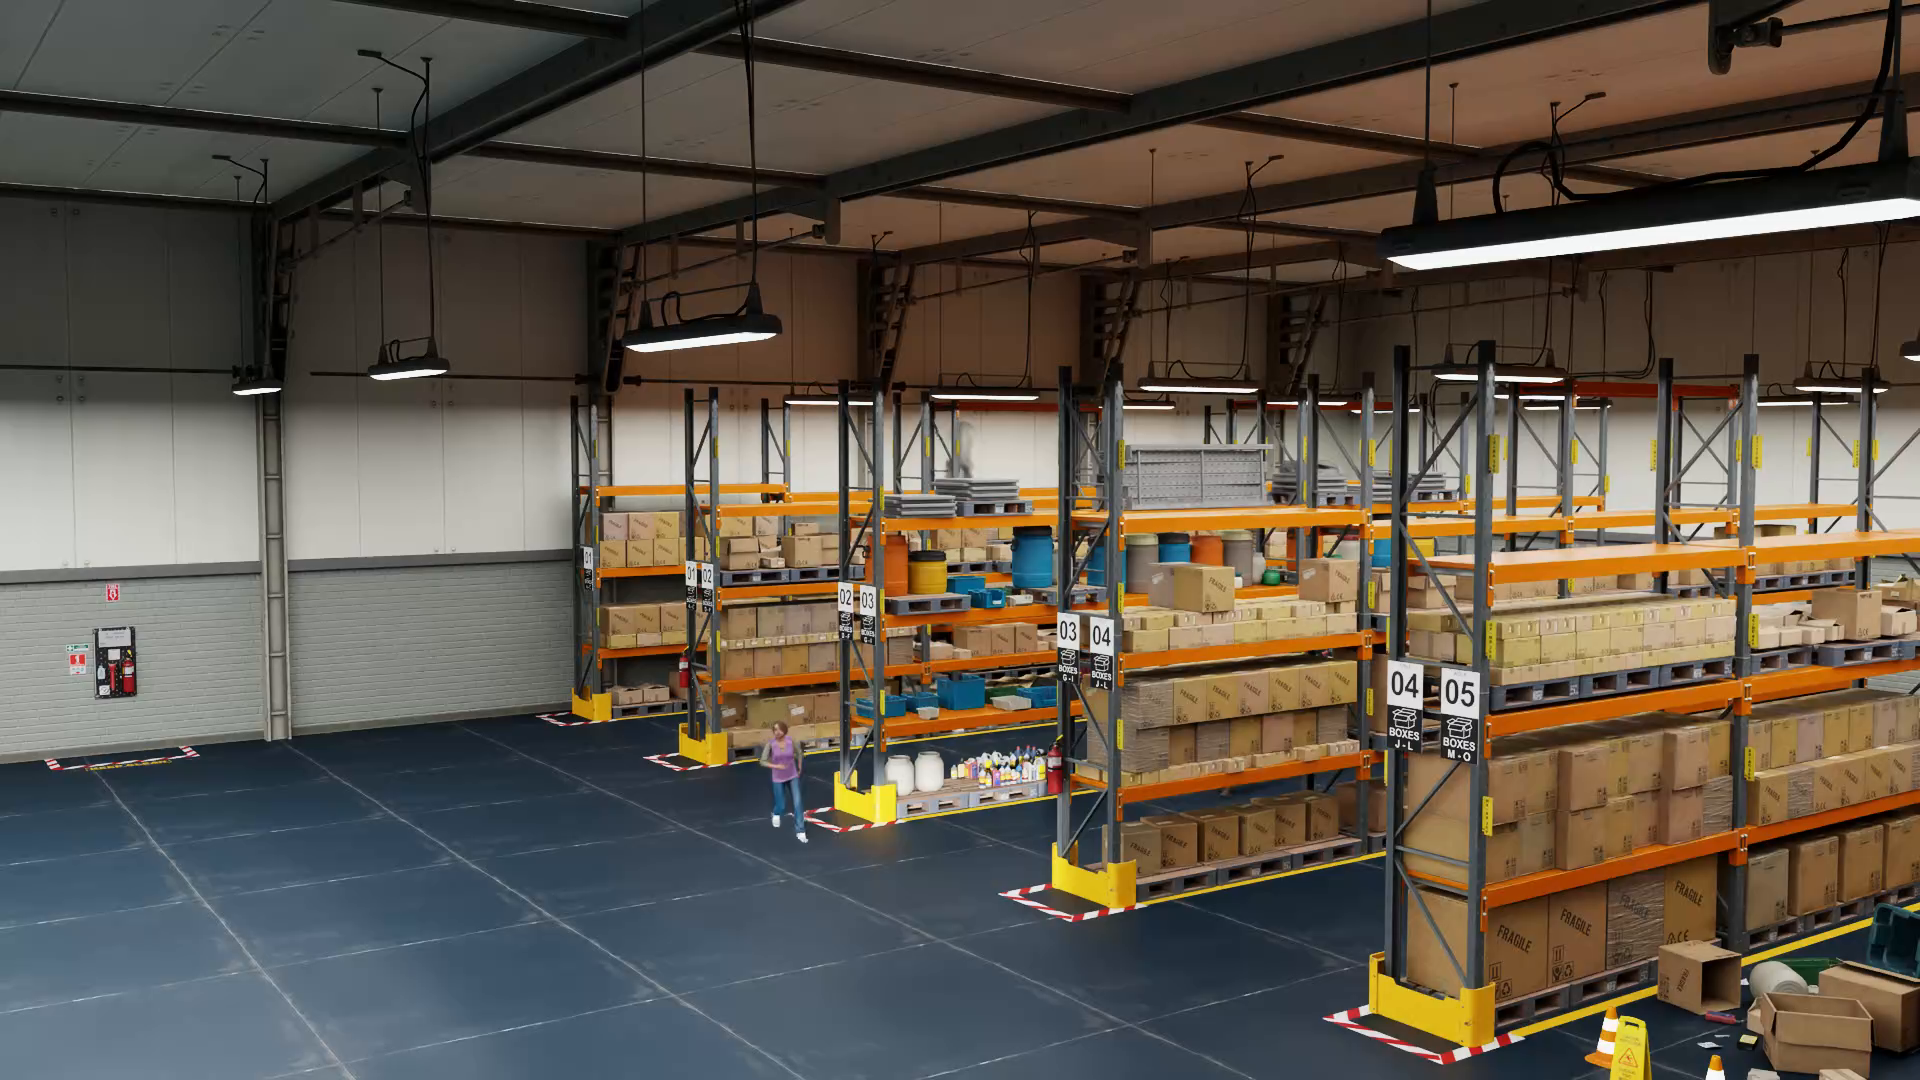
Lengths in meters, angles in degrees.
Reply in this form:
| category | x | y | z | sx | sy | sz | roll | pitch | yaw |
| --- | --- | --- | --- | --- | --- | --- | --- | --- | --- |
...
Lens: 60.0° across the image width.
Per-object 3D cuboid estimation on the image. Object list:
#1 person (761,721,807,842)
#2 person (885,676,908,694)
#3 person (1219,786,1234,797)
| category | x | y | z | sx | sy | sz | roll | pitch | yaw |
| --- | --- | --- | --- | --- | --- | --- | --- | --- | --- |
| person | -2.307 | 3.115 | 21.612 | 0.572 | 1.560 | 0.723 | -1 | 4 | -16 |
| person | -1.252 | 2.442 | 32.159 | 0.980 | 1.622 | 0.701 | -3 | 4 | -37 |
| person | 4.216 | 2.894 | 24.345 | 0.529 | 1.695 | 1.058 | 3 | 5 | 45 |
